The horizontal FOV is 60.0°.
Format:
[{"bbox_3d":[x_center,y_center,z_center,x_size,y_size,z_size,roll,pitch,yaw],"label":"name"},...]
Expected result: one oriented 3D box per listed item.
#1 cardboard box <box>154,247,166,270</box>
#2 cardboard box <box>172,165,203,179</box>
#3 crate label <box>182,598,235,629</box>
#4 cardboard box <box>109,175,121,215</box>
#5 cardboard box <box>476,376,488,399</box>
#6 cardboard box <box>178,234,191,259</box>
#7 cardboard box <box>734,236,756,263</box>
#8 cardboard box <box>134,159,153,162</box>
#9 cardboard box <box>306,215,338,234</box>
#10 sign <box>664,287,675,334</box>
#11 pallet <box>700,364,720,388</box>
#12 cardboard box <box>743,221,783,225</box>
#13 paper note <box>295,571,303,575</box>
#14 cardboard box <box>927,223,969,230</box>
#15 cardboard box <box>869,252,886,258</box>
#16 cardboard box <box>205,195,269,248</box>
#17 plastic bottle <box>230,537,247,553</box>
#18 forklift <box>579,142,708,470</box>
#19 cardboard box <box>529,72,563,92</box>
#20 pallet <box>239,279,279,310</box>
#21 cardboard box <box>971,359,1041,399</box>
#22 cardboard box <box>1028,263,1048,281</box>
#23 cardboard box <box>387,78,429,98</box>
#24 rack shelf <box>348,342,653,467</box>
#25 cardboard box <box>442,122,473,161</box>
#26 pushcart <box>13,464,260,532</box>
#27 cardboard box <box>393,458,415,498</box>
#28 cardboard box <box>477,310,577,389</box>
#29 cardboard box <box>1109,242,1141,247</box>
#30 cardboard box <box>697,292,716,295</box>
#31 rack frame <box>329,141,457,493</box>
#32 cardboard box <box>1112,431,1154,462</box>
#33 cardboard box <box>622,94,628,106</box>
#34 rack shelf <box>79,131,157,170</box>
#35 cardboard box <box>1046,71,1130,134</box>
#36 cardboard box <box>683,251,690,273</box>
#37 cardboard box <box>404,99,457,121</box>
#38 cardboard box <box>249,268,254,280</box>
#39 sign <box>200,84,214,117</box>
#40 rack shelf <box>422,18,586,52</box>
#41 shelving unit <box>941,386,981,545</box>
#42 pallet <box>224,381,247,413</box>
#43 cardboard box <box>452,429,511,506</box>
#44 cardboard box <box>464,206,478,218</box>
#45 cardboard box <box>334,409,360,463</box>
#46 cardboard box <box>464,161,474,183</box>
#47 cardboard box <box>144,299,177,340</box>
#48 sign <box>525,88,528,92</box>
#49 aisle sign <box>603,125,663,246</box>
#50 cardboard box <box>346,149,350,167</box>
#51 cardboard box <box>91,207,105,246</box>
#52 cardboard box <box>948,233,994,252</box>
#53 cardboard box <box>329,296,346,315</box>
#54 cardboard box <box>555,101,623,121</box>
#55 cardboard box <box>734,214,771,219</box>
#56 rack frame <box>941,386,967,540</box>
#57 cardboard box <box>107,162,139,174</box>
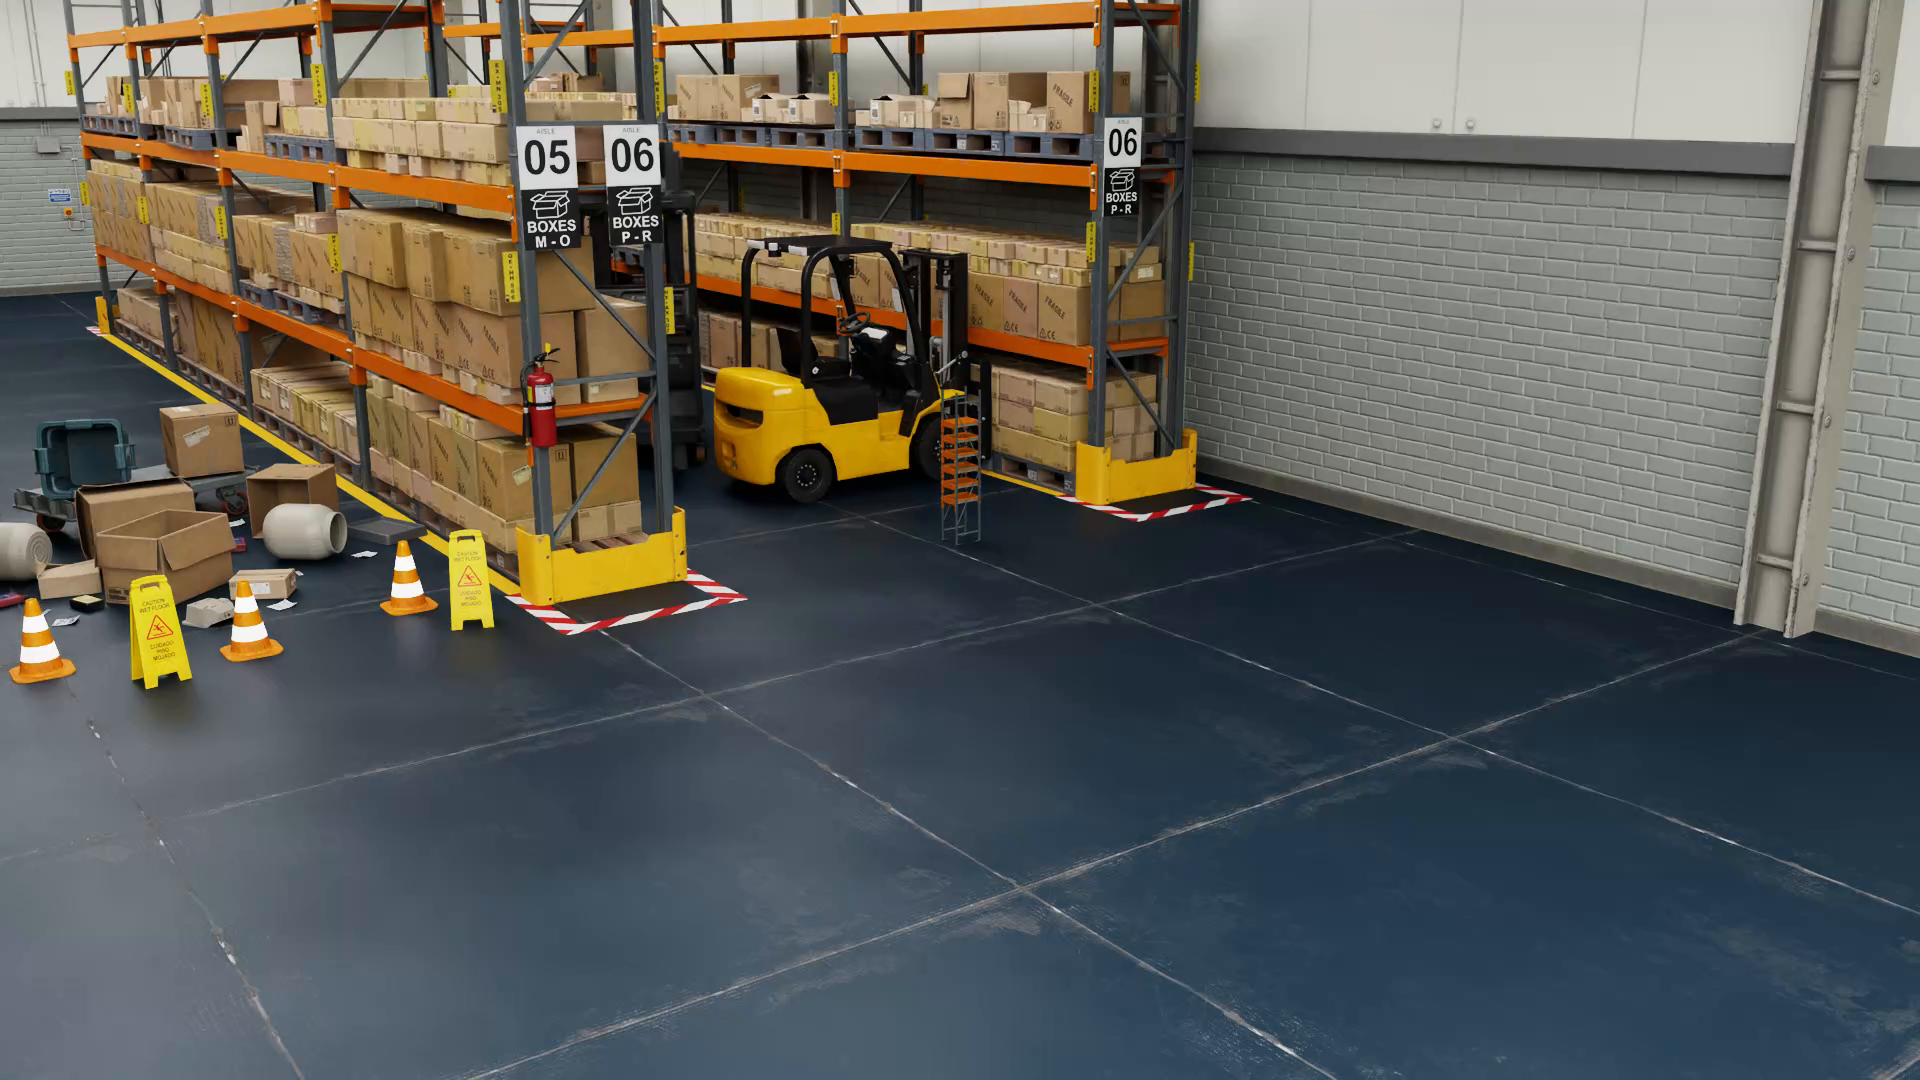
[{"bbox_3d":[-9.491,-3.452,20.292,0.500,0.250,0.500,-11,19,-36],"label":"cardboard box"},{"bbox_3d":[-9.860,-4.711,21.295,0.380,0.149,0.250,-11,19,-35],"label":"cardboard box"},{"bbox_3d":[-4.988,0.478,11.069,0.298,0.136,0.250,7,17,23],"label":"crate label"},{"bbox_3d":[-10.924,-4.573,22.020,0.500,0.500,0.500,-11,19,-34],"label":"cardboard box"},{"bbox_3d":[-3.246,-1.118,11.954,0.380,0.149,0.250,-11,19,-35],"label":"cardboard box"},{"bbox_3d":[-8.603,-3.364,19.023,0.500,0.250,0.500,-12,19,-36],"label":"cardboard box"},{"bbox_3d":[-2.201,-3.286,18.738,0.500,0.250,0.500,-11,19,-34],"label":"cardboard box"},{"bbox_3d":[-11.347,-5.261,23.305,0.380,0.149,0.250,-10,18,-34],"label":"cardboard box"},{"bbox_3d":[-5.703,-2.867,15.093,0.380,0.149,0.250,-12,19,-36],"label":"cardboard box"},{"bbox_3d":[-2.042,-1.599,11.597,0.100,0.325,0.005,-11,19,-35],"label":"sign"},{"bbox_3d":[-2.719,-2.050,20.166,1.003,0.211,1.213,-11,19,-35],"label":"pallet"},{"bbox_3d":[-2.224,-3.510,18.799,0.380,0.149,0.250,-11,19,-35],"label":"cardboard box"},{"bbox_3d":[-4.839,0.242,12.172,0.032,0.001,0.123,-11,19,-35],"label":"paper note"},{"bbox_3d":[-0.107,-3.092,16.708,0.380,0.149,0.250,-11,19,-35],"label":"cardboard box"},{"bbox_3d":[-0.692,-2.920,16.644,0.380,0.149,0.250,-10,18,-33],"label":"cardboard box"},{"bbox_3d":[-7.700,-3.406,17.755,0.500,0.500,0.500,-11,19,-36],"label":"cardboard box"},{"bbox_3d":[-5.591,0.032,12.842,0.133,0.061,0.283,-7,17,-25],"label":"plastic bottle"},{"bbox_3d":[-2.994,-2.197,15.550,1.130,2.935,3.031,-3,16,-10],"label":"forklift"},{"bbox_3d":[-5.629,-6.232,22.625,0.396,0.266,0.258,-11,19,-35],"label":"cardboard box"},{"bbox_3d":[-6.680,-2.577,17.175,1.213,0.211,1.003,-11,19,-35],"label":"pallet"},{"bbox_3d":[0.399,-1.491,15.362,0.500,0.250,0.500,-11,19,-34],"label":"cardboard box"},{"bbox_3d":[0.824,-2.375,14.654,0.380,0.149,0.250,-10,18,-34],"label":"cardboard box"},{"bbox_3d":[-5.153,-4.061,15.093,0.500,0.250,0.500,-11,19,-36],"label":"cardboard box"},{"bbox_3d":[-3.657,-1.177,13.059,1.077,0.370,4.000,-11,19,-35],"label":"rack shelf"},{"bbox_3d":[-3.284,-2.792,11.635,0.500,0.250,0.500,-11,19,-35],"label":"cardboard box"},{"bbox_3d":[-6.648,-0.322,13.538,0.936,0.377,1.648,10,18,33],"label":"pushcart"},{"bbox_3d":[-4.381,-0.548,13.808,0.500,0.250,0.500,-10,18,-31],"label":"cardboard box"},{"bbox_3d":[-3.023,-1.362,11.618,0.500,0.500,0.500,-11,19,-36],"label":"cardboard box"},{"bbox_3d":[1.402,-2.545,14.709,0.380,0.149,0.250,-10,18,-33],"label":"cardboard box"},{"bbox_3d":[-3.361,-3.107,21.458,0.380,0.149,0.250,-10,18,-33],"label":"cardboard box"},{"bbox_3d":[-4.833,-1.951,14.524,1.000,3.000,0.127,-11,19,-35],"label":"rack frame"},{"bbox_3d":[1.401,-0.880,15.023,0.500,0.250,0.500,-11,19,-34],"label":"cardboard box"},{"bbox_3d":[-3.995,-5.497,20.761,0.380,0.149,0.250,-11,19,-35],"label":"cardboard box"},{"bbox_3d":[-10.713,-5.187,22.025,1.077,0.370,4.000,-11,19,-35],"label":"rack shelf"},{"bbox_3d":[1.075,-3.671,13.951,0.500,0.500,0.500,-10,18,-33],"label":"cardboard box"},{"bbox_3d":[-3.109,-3.372,19.998,0.500,0.250,0.500,-11,19,-34],"label":"cardboard box"},{"bbox_3d":[-3.847,-3.156,12.209,0.380,0.149,0.250,-10,18,-33],"label":"cardboard box"},{"bbox_3d":[-7.144,-2.789,17.264,0.380,0.149,0.250,-12,19,-38],"label":"cardboard box"},{"bbox_3d":[-7.638,-4.456,16.862,0.100,0.325,0.005,-11,19,-35],"label":"sign"},{"bbox_3d":[-6.700,-7.403,24.447,1.077,0.370,4.000,-11,19,-35],"label":"rack shelf"},{"bbox_3d":[0.009,-0.576,12.906,0.258,1.200,0.189,-11,19,-35],"label":"shelving unit"},{"bbox_3d":[-7.587,-1.641,18.671,1.003,0.211,1.213,-11,19,-35],"label":"pallet"},{"bbox_3d":[-3.473,-0.577,12.494,0.500,0.500,0.500,-10,18,-33],"label":"cardboard box"},{"bbox_3d":[-7.230,-5.002,25.391,0.500,0.250,0.500,-11,19,-36],"label":"cardboard box"},{"bbox_3d":[-5.143,-0.998,15.223,0.950,0.372,0.625,-11,19,-34],"label":"cardboard box"},{"bbox_3d":[-3.219,-2.566,11.563,0.380,0.149,0.250,-10,18,-33],"label":"cardboard box"},{"bbox_3d":[-10.346,-2.968,22.297,0.875,0.438,0.875,-12,19,-36],"label":"cardboard box"},{"bbox_3d":[-5.958,-6.041,22.806,0.100,0.325,0.005,-11,19,-35],"label":"sign"},{"bbox_3d":[-2.194,-2.386,11.188,0.394,0.787,0.004,-11,19,-35],"label":"aisle sign"},{"bbox_3d":[-4.848,-3.171,13.775,0.380,0.149,0.250,-11,19,-35],"label":"cardboard box"},{"bbox_3d":[-11.839,-4.415,23.336,0.500,0.500,0.500,-11,19,-35],"label":"cardboard box"},{"bbox_3d":[0.110,-2.800,15.642,0.380,0.149,0.250,-11,19,-34],"label":"cardboard box"},{"bbox_3d":[-5.359,-2.100,14.747,0.380,0.149,0.250,-11,19,-34],"label":"cardboard box"},{"bbox_3d":[-2.525,-2.915,11.328,0.380,0.149,0.250,-11,19,-35],"label":"cardboard box"},{"bbox_3d":[-2.470,-3.797,19.847,0.380,0.149,0.250,-11,19,-35],"label":"cardboard box"},{"bbox_3d":[-0.045,-0.595,12.978,0.240,1.200,0.006,-11,19,-35],"label":"rack frame"},{"bbox_3d":[-11.153,-4.959,22.201,0.380,0.149,0.250,-11,19,-34],"label":"cardboard box"}]
